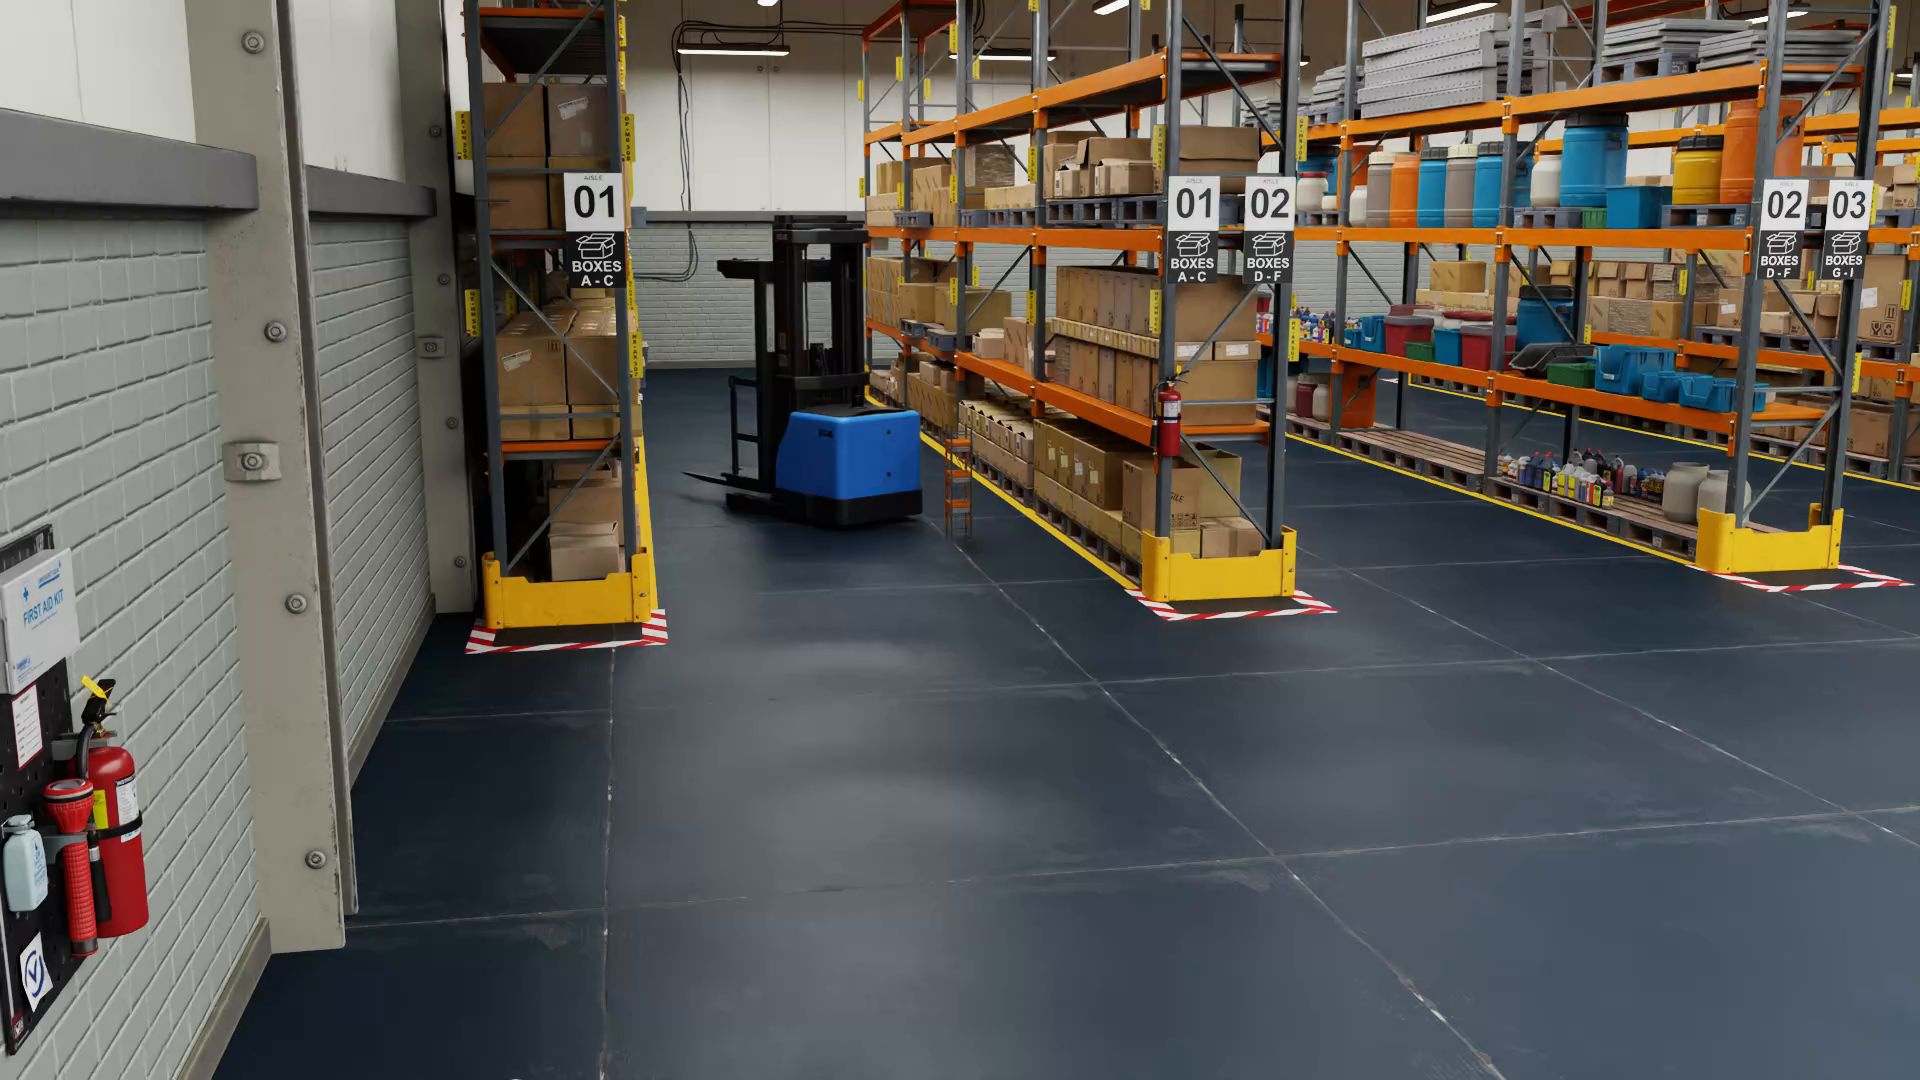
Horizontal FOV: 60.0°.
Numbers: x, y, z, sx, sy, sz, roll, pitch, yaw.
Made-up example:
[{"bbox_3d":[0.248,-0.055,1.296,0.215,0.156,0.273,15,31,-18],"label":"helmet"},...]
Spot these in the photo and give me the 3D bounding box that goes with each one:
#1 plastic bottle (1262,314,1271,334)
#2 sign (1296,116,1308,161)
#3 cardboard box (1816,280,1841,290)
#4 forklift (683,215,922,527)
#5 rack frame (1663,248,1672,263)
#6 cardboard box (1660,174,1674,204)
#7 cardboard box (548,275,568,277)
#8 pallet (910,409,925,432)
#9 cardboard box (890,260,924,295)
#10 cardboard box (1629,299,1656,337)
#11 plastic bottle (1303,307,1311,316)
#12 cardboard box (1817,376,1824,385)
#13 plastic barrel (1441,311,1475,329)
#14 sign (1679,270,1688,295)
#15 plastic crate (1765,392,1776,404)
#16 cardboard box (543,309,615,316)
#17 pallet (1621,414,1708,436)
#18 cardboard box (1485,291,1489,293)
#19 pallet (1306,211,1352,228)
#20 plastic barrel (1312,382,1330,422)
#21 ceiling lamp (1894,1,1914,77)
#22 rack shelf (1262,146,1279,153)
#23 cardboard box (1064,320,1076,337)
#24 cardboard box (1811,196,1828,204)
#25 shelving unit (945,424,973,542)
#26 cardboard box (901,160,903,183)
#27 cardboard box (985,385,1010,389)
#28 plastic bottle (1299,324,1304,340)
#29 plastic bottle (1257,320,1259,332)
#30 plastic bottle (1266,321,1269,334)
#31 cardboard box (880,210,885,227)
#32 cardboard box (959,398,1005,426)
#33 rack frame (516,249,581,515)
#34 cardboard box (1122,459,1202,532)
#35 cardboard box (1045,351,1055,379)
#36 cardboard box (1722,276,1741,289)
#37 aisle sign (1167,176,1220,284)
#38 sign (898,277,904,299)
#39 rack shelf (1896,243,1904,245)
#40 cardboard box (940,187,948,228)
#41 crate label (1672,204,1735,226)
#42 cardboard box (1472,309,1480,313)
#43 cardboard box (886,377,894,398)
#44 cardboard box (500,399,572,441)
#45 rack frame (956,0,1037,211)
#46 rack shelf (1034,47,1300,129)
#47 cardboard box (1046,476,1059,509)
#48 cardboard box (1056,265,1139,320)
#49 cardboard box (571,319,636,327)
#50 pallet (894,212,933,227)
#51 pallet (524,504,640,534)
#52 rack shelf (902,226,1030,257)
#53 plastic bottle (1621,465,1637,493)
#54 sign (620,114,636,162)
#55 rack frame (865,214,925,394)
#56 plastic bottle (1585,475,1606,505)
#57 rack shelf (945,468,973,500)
[{"bbox_3d":[4.437,-3.105,23.874,0.152,0.276,0.135,-2,11,-11],"label":"plastic bottle"},{"bbox_3d":[2.560,-3.015,12.498,0.100,0.325,0.005,-2,11,-11],"label":"sign"},{"bbox_3d":[13.909,-4.063,26.531,0.380,0.149,0.250,-2,11,-8],"label":"cardboard box"},{"bbox_3d":[-1.726,-1.779,16.756,1.130,2.935,3.031,-9,14,-41],"label":"forklift"},{"bbox_3d":[13.506,-4.510,30.924,1.000,3.000,0.127,-2,11,-11],"label":"rack frame"},{"bbox_3d":[9.988,-4.721,22.610,0.797,0.503,0.637,-1,11,-8],"label":"cardboard box"},{"bbox_3d":[-4.936,-3.177,20.799,0.500,0.250,0.500,-2,11,-12],"label":"cardboard box"},{"bbox_3d":[-0.124,-1.738,23.815,1.003,0.211,1.213,-2,11,-11],"label":"pallet"},{"bbox_3d":[-0.774,-3.973,25.159,0.500,0.500,0.500,-2,11,-12],"label":"cardboard box"},{"bbox_3d":[9.747,-3.103,23.266,0.500,0.500,0.500,-2,11,-12],"label":"cardboard box"},{"bbox_3d":[5.076,-3.220,24.277,0.144,0.351,0.185,-2,11,-11],"label":"plastic bottle"},{"bbox_3d":[14.528,-2.661,27.710,0.380,0.149,0.250,-3,11,-13],"label":"cardboard box"},{"bbox_3d":[5.899,-2.432,19.640,0.433,0.535,0.433,0,11,0],"label":"plastic barrel"},{"bbox_3d":[9.633,-3.429,22.148,0.100,0.325,0.005,-2,11,-11],"label":"sign"},{"bbox_3d":[7.016,-1.280,14.659,0.298,0.136,0.250,-2,11,-11],"label":"plastic crate"},{"bbox_3d":[-3.687,-1.967,16.118,0.700,0.500,0.500,-2,11,-11],"label":"cardboard box"},{"bbox_3d":[10.097,-1.659,23.400,1.003,0.211,1.213,-2,11,-11],"label":"pallet"},{"bbox_3d":[9.173,-4.155,28.665,0.500,0.250,0.500,-3,11,-13],"label":"cardboard box"},{"bbox_3d":[5.266,-4.226,21.912,1.003,0.211,1.213,-2,11,-11],"label":"pallet"},{"bbox_3d":[5.009,-1.875,22.608,0.421,0.512,0.421,0,11,0],"label":"plastic barrel"},{"bbox_3d":[20.405,-11.112,33.951,2.000,3.185,0.800,-2,11,-11],"label":"ceiling lamp"},{"bbox_3d":[4.152,-6.199,26.744,1.077,0.370,4.000,-2,11,-11],"label":"rack shelf"},{"bbox_3d":[1.200,-2.006,15.766,0.380,0.149,0.250,-2,11,-13],"label":"cardboard box"},{"bbox_3d":[10.492,-4.053,20.001,0.380,0.166,0.250,-2,11,-13],"label":"cardboard box"},{"bbox_3d":[-0.010,-0.526,15.203,0.215,1.050,0.252,-2,11,-11],"label":"shelving unit"},{"bbox_3d":[-0.513,-5.545,25.398,0.700,0.500,0.500,-2,11,-11],"label":"cardboard box"},{"bbox_3d":[0.451,-1.792,22.150,0.500,0.500,0.500,-2,11,-12],"label":"cardboard box"},{"bbox_3d":[4.658,-2.833,22.646,0.097,0.201,0.097,0,11,0],"label":"plastic bottle"},{"bbox_3d":[4.362,-3.113,24.116,0.097,0.201,0.097,0,11,0],"label":"plastic bottle"},{"bbox_3d":[4.433,-3.046,23.764,0.097,0.201,0.097,0,11,0],"label":"plastic bottle"},{"bbox_3d":[-0.960,-5.010,25.929,0.500,0.250,0.500,-2,11,-11],"label":"cardboard box"},{"bbox_3d":[0.273,-1.546,20.081,0.500,0.311,0.500,-2,11,-9],"label":"cardboard box"},{"bbox_3d":[-3.621,-1.607,15.672,1.000,3.000,0.127,-2,11,-11],"label":"rack frame"},{"bbox_3d":[1.619,-0.366,13.375,0.500,0.500,0.500,-2,11,-11],"label":"cardboard box"},{"bbox_3d":[1.098,-1.803,17.102,0.500,0.250,0.500,-1,11,-7],"label":"cardboard box"},{"bbox_3d":[13.639,-4.332,28.927,0.500,0.500,0.500,-2,11,-12],"label":"cardboard box"},{"bbox_3d":[1.740,-2.309,12.405,0.394,0.787,0.004,-2,11,-11],"label":"aisle sign"},{"bbox_3d":[-0.850,-3.659,24.139,0.100,0.325,0.005,-2,11,-11],"label":"sign"},{"bbox_3d":[18.731,-5.462,29.827,1.077,0.370,4.000,-2,11,-11],"label":"rack shelf"},{"bbox_3d":[0.242,-4.217,21.092,0.910,0.500,0.500,-2,11,-11],"label":"cardboard box"},{"bbox_3d":[6.834,-2.990,15.310,0.502,0.251,0.408,-2,11,-11],"label":"crate label"},{"bbox_3d":[8.768,-3.771,27.713,0.380,0.149,0.250,-2,11,-12],"label":"cardboard box"},{"bbox_3d":[-0.854,-2.382,25.758,0.500,0.311,0.500,-2,11,-11],"label":"cardboard box"},{"bbox_3d":[-3.125,-0.888,12.243,0.500,0.250,0.500,-2,11,-10],"label":"cardboard box"},{"bbox_3d":[0.459,-5.469,19.915,1.000,3.000,0.127,-2,11,-11],"label":"rack frame"},{"bbox_3d":[1.626,-3.818,14.238,1.077,0.370,4.000,-2,11,-11],"label":"rack shelf"},{"bbox_3d":[1.122,-0.456,15.852,0.500,0.250,0.500,-2,11,-11],"label":"cardboard box"},{"bbox_3d":[1.329,-2.393,16.065,0.700,0.500,0.500,-2,11,-11],"label":"cardboard box"},{"bbox_3d":[-2.934,-1.557,13.749,0.500,0.500,0.500,-2,11,-9],"label":"cardboard box"},{"bbox_3d":[-0.261,-4.514,23.426,1.213,0.211,1.003,-2,11,-11],"label":"pallet"},{"bbox_3d":[-3.456,-0.115,15.292,1.003,0.211,1.213,-2,11,-11],"label":"pallet"},{"bbox_3d":[0.070,-4.009,22.190,1.077,0.370,4.000,-2,11,-11],"label":"rack shelf"},{"bbox_3d":[6.632,-0.614,16.559,0.152,0.276,0.135,-2,11,-10],"label":"plastic bottle"},{"bbox_3d":[-2.311,-2.796,11.559,0.100,0.325,0.005,-2,11,-11],"label":"sign"},{"bbox_3d":[-1.097,-3.989,28.185,1.000,3.000,0.127,-2,11,-11],"label":"rack frame"},{"bbox_3d":[6.065,-0.480,15.858,0.152,0.276,0.135,-2,11,-11],"label":"plastic bottle"},{"bbox_3d":[-0.010,-0.515,15.205,0.215,0.259,0.240,-2,11,-11],"label":"rack shelf"}]
